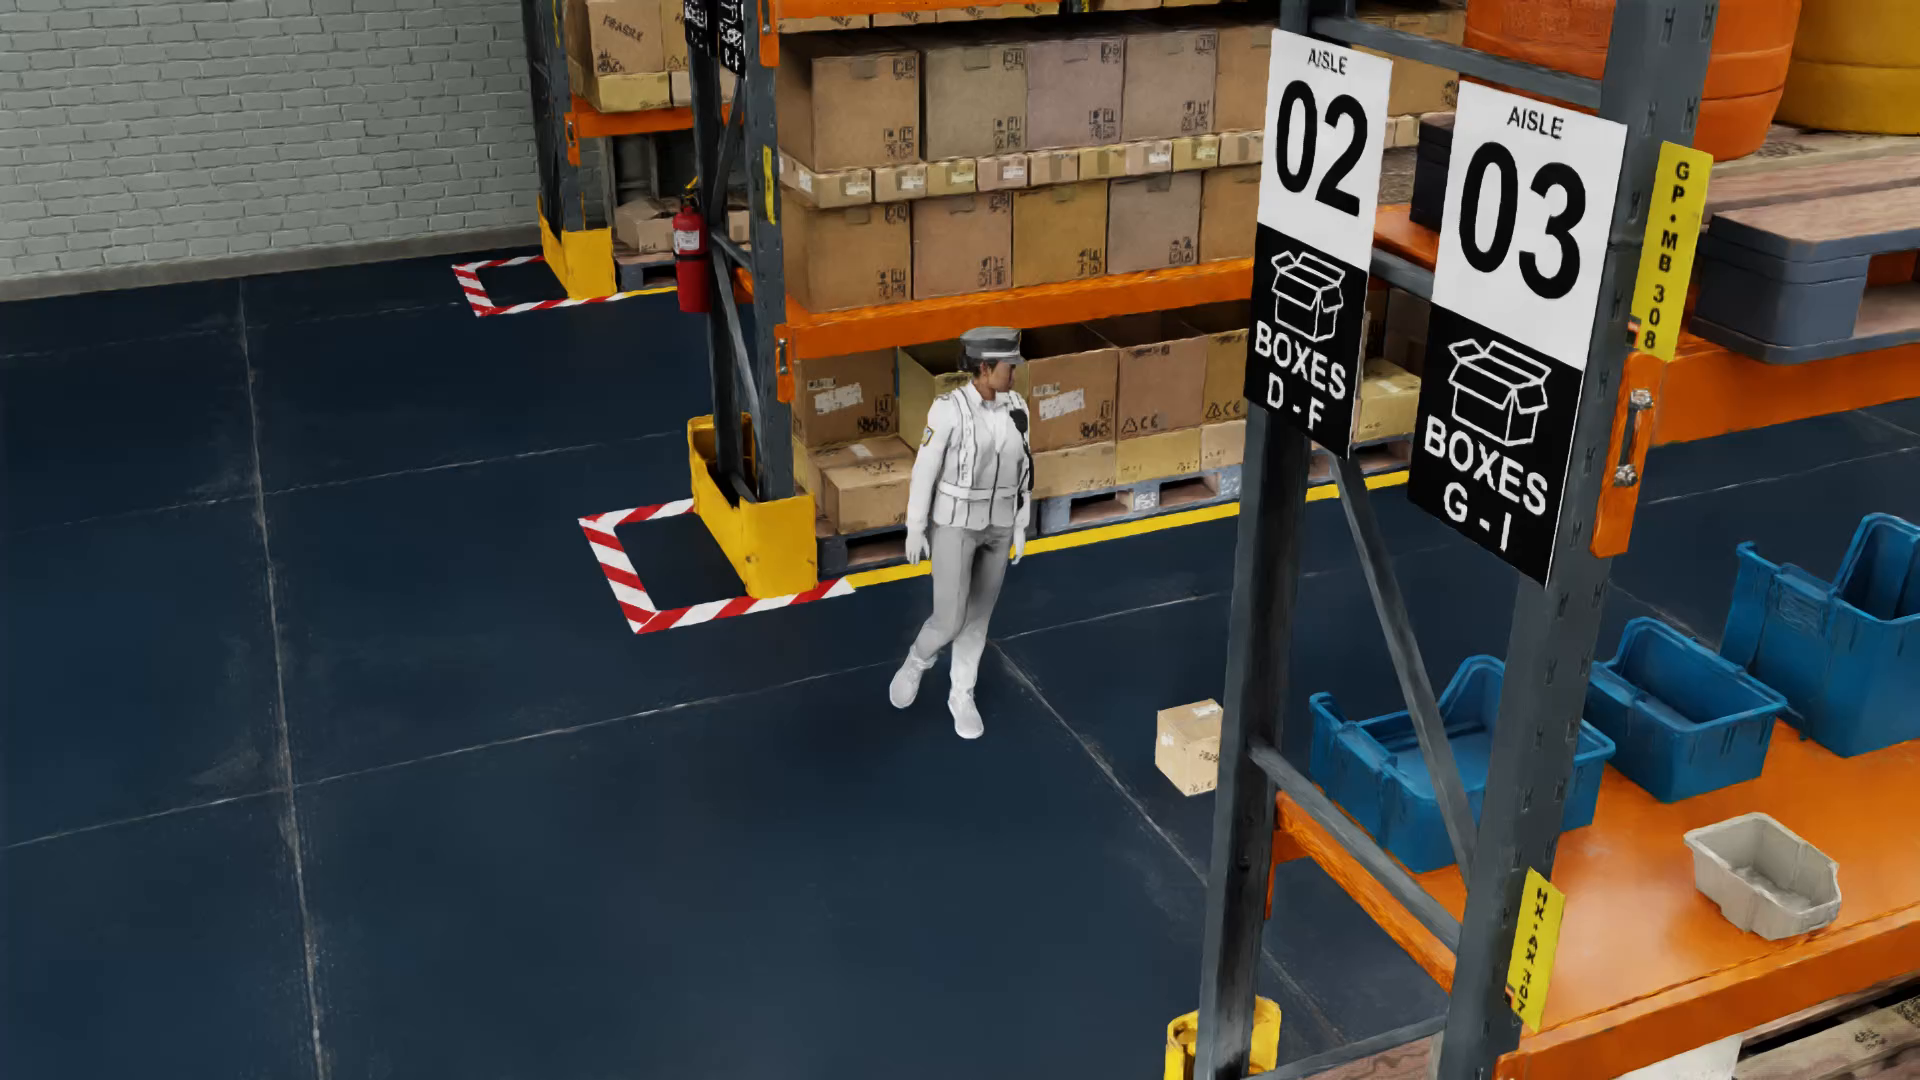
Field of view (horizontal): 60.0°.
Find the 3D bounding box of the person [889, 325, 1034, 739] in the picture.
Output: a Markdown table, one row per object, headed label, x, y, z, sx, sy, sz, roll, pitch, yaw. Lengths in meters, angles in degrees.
| label | x | y | z | sx | sy | sz | roll | pitch | yaw |
| --- | --- | --- | --- | --- | --- | --- | --- | --- | --- |
| person | 0.032 | -0.029 | 6.651 | 0.607 | 1.667 | 0.424 | -14 | 29 | -27 |
